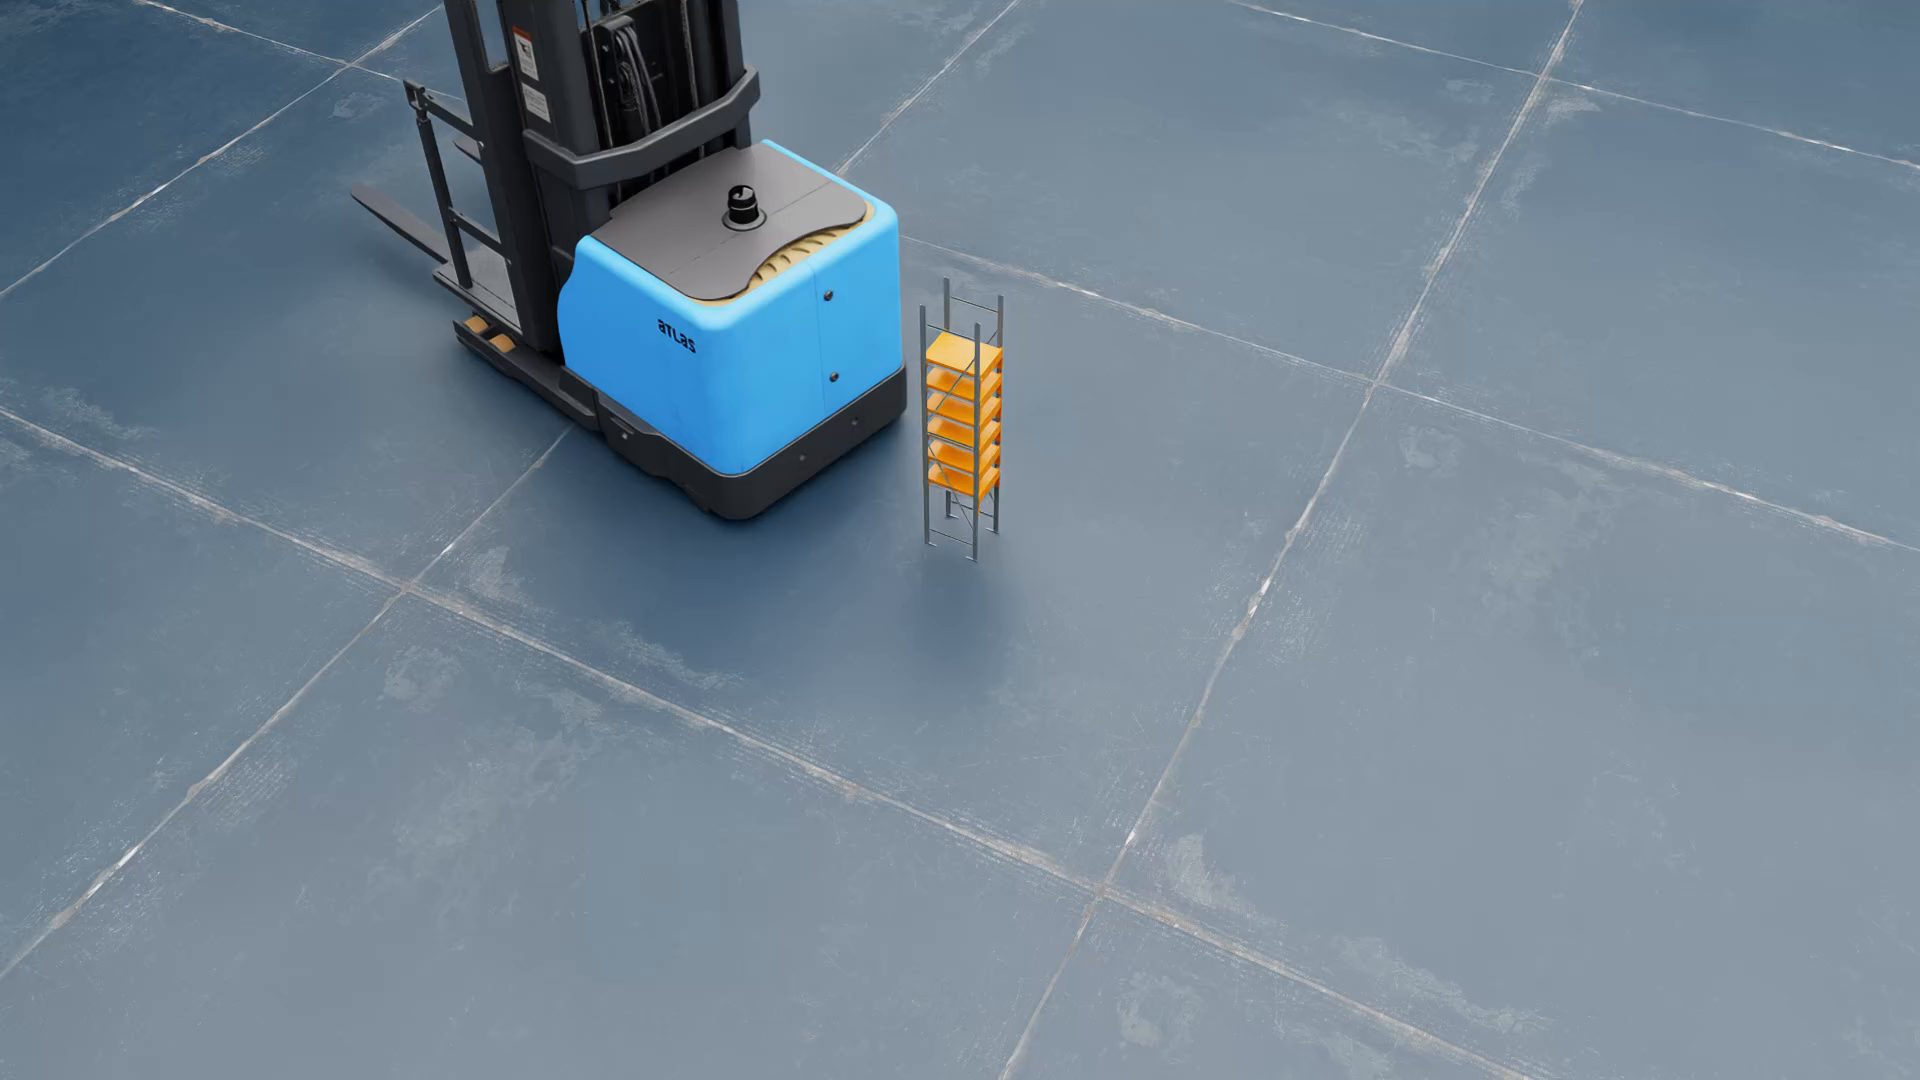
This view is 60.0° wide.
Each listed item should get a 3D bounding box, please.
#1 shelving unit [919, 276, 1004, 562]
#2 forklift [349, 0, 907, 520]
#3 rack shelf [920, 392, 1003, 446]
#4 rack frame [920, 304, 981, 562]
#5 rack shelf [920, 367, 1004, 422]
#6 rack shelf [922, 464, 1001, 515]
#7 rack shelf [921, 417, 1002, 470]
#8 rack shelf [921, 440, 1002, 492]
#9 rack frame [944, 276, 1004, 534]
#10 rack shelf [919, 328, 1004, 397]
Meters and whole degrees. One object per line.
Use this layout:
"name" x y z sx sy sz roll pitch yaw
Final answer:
"shelving unit" 0.007 -0.431 6.332 0.258 1.200 0.189 20 49 19
"forklift" -1.653 -2.033 6.699 3.031 2.935 1.130 33 54 28
"rack shelf" 0.007 -0.484 6.279 0.258 0.103 0.180 20 49 19
"rack frame" -0.036 -0.373 6.275 0.240 1.200 0.006 20 49 19
"rack shelf" 0.007 -0.568 6.193 0.258 0.103 0.180 20 49 19
"rack shelf" 0.007 -0.231 6.535 0.258 0.103 0.180 20 49 19
"rack shelf" 0.007 -0.400 6.364 0.258 0.103 0.180 20 49 19
"rack shelf" 0.007 -0.315 6.449 0.258 0.103 0.180 20 49 19
"rack frame" 0.049 -0.489 6.389 0.240 1.200 0.006 20 49 19
"rack shelf" 0.007 -0.653 6.108 0.258 0.103 0.180 20 49 19
